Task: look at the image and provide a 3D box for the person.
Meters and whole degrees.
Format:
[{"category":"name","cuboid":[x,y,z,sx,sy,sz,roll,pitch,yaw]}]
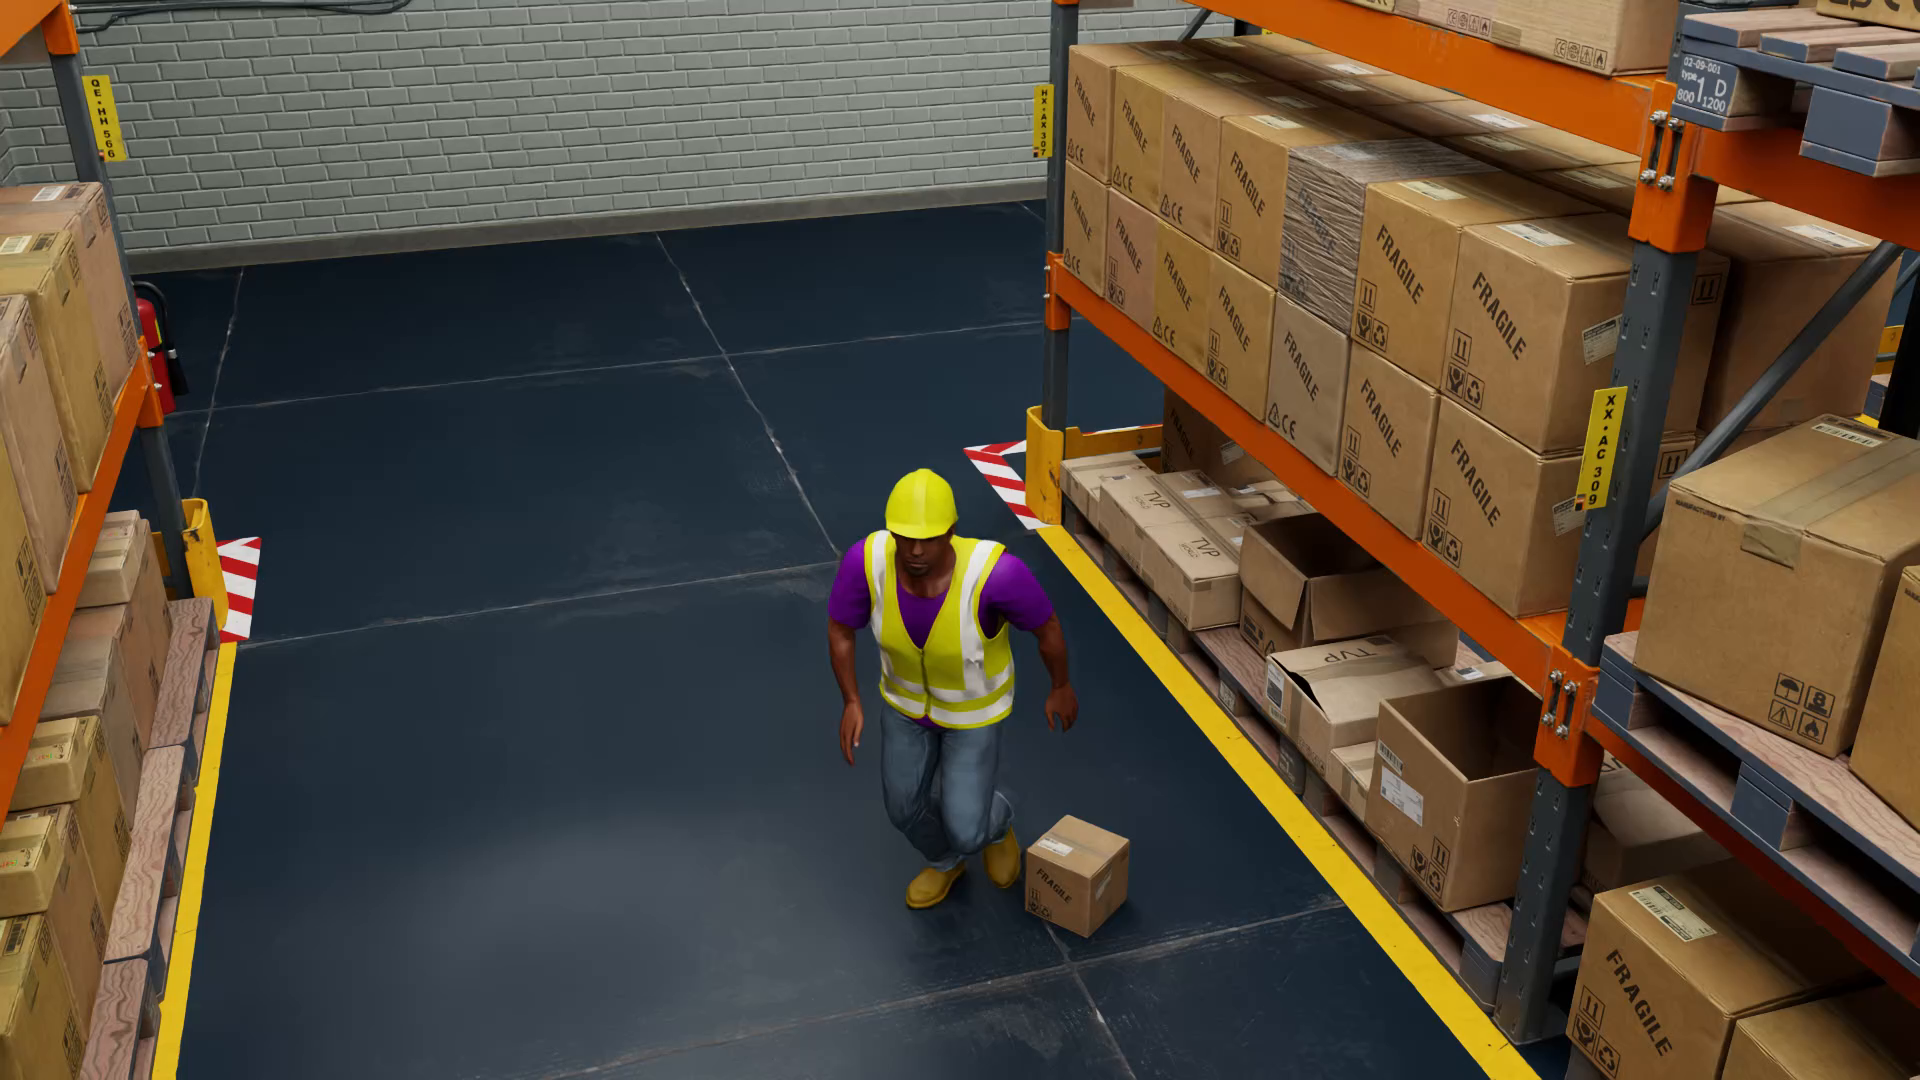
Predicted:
[{"category":"person","cuboid":[-0.027,0.491,5.196,0.735,1.664,0.698,11,28,21]}]
